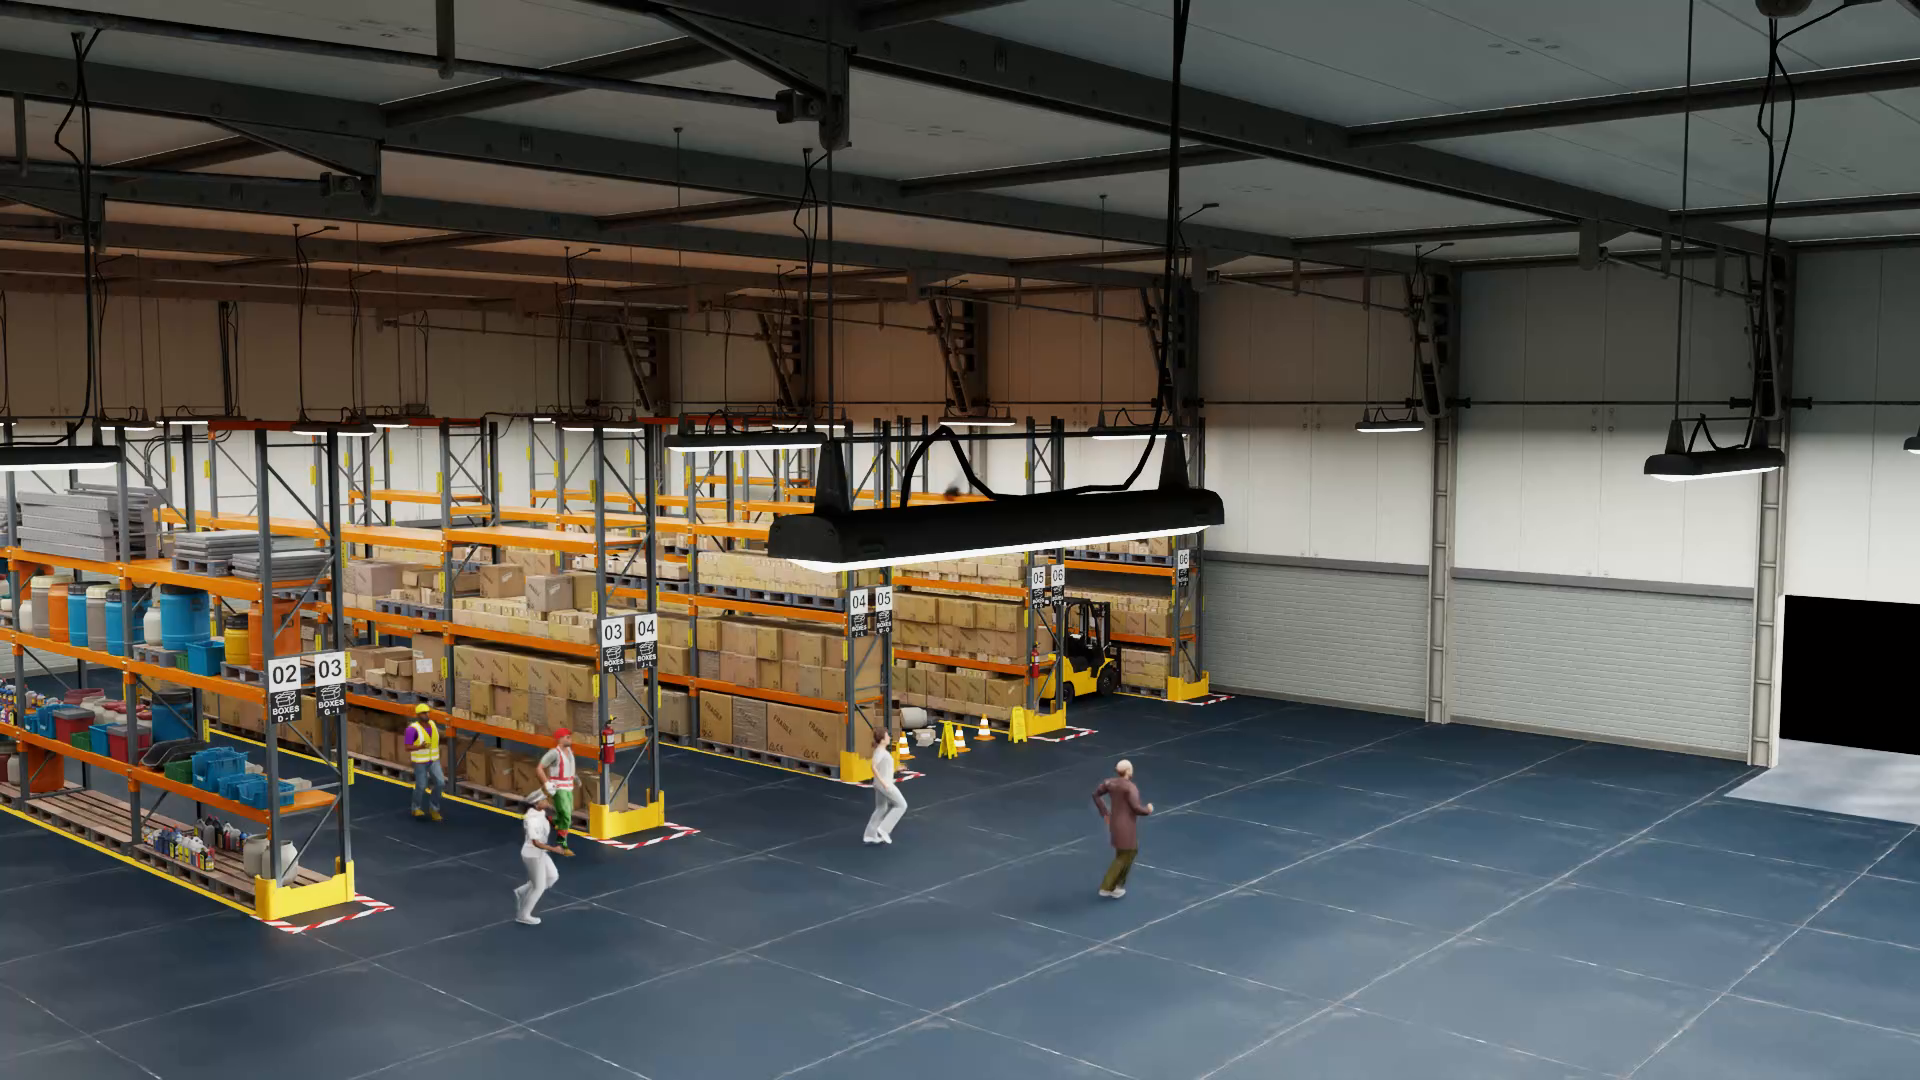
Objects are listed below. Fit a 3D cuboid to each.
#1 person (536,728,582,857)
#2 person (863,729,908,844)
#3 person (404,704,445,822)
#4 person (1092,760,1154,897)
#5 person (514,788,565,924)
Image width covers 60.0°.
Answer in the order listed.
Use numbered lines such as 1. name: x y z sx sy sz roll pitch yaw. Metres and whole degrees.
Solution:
1. person: -5.673 3.528 23.466 0.788 1.758 0.706 2 5 23
2. person: -1.063 3.517 23.761 0.653 1.641 0.538 -1 5 -15
3. person: -8.054 3.369 25.099 0.706 1.812 0.673 4 6 42
4. person: 2.105 3.693 21.232 0.766 1.797 0.705 -2 5 -25
5. person: -5.126 3.828 20.251 0.617 1.662 0.597 -1 5 -10
